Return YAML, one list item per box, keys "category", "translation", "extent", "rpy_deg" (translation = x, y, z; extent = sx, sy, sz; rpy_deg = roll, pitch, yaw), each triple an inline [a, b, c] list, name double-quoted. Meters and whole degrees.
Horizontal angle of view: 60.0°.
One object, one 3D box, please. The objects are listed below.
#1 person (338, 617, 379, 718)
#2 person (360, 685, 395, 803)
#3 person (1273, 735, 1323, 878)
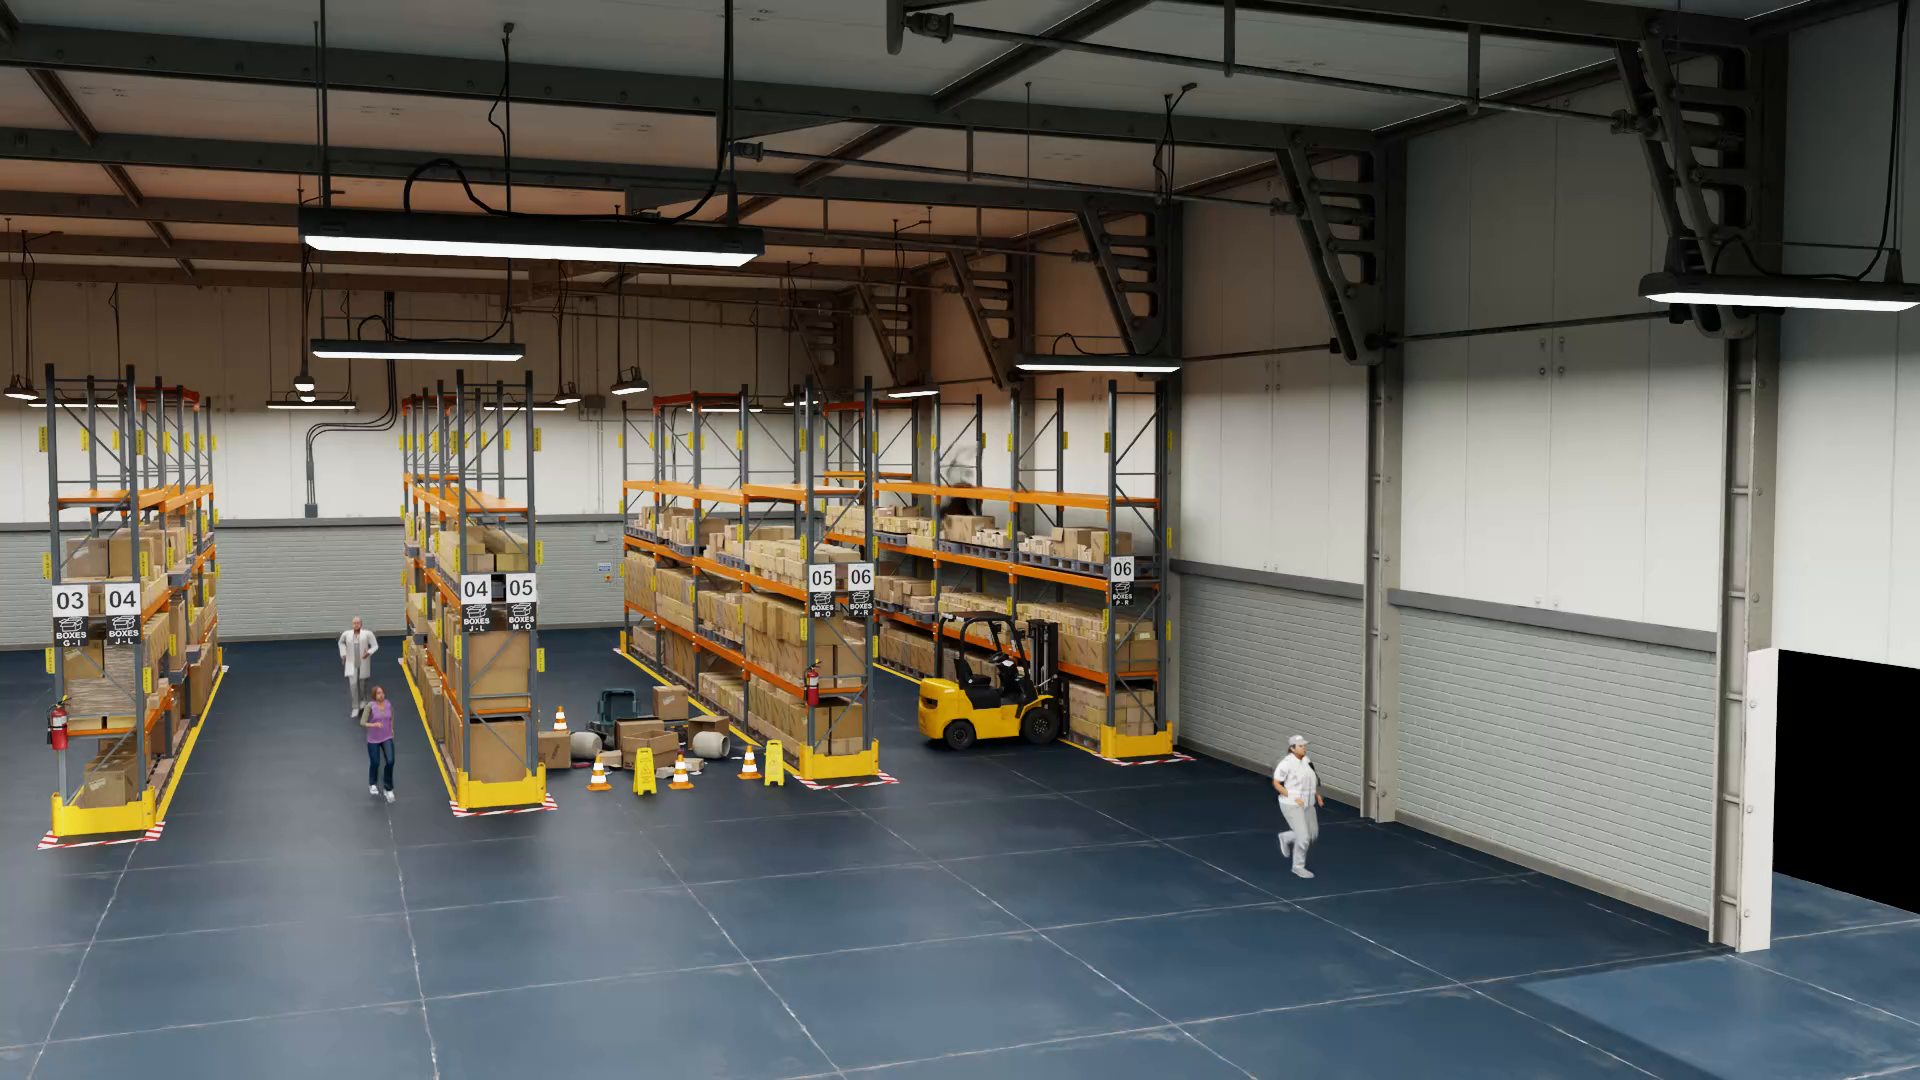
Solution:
- category: "person"
  translation: [-11.112, 2.318, 30.728]
  extent: [0.712, 1.799, 0.993]
  rpy_deg: [-1, 4, -17]
- category: "person"
  translation: [-8.135, 2.837, 23.267]
  extent: [0.525, 1.637, 0.729]
  rpy_deg: [-2, 4, -33]
- category: "person"
  translation: [3.884, 3.073, 19.339]
  extent: [0.608, 1.632, 0.592]
  rpy_deg: [-3, 4, -39]
